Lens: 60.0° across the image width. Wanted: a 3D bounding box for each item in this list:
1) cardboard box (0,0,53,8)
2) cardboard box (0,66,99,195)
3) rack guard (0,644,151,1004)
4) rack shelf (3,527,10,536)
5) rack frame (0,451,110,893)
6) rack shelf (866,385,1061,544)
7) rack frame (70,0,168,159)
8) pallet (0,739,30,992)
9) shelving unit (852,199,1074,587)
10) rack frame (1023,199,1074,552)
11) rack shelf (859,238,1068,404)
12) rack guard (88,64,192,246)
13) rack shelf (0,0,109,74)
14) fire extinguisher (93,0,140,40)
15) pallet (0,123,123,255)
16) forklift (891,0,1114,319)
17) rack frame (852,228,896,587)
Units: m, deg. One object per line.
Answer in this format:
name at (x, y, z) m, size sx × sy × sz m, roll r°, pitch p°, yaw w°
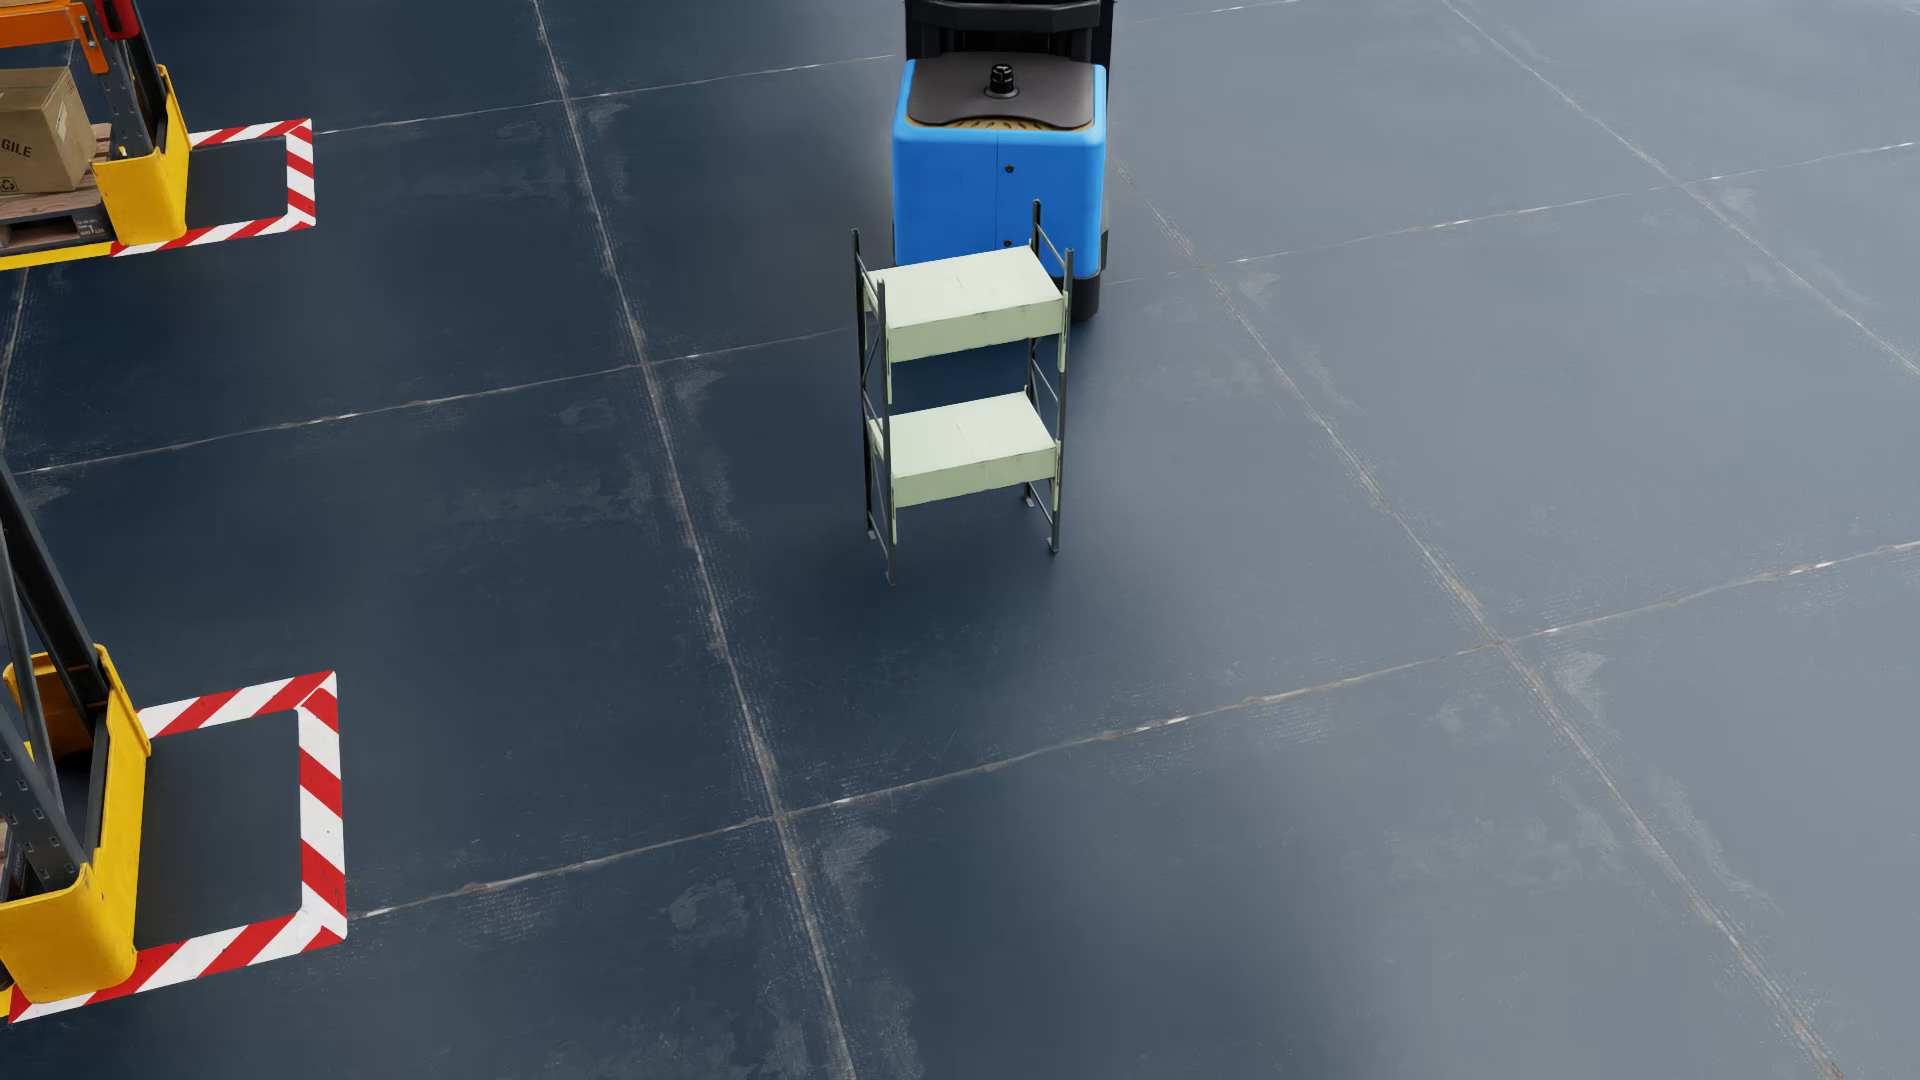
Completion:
cardboard box at (-4.739, -2.858, 8.432) m, size 0.250 × 0.149 × 0.380 m, roll -12°, pitch 42°, yaw -13°
cardboard box at (-5.130, -2.242, 9.117) m, size 0.500 × 0.500 × 0.500 m, roll -4°, pitch 41°, yaw -5°
rack guard at (-3.100, 0.956, 5.776) m, size 0.348 × 0.500 × 1.175 m, roll -12°, pitch 42°, yaw -13°
rack shelf at (-4.949, 0.636, 4.789) m, size 4.000 × 0.370 × 1.077 m, roll -12°, pitch 42°, yaw -13°
rack frame at (-3.042, -0.030, 5.004) m, size 0.127 × 3.000 × 1.000 m, roll -12°, pitch 42°, yaw -13°
rack shelf at (0.006, -0.321, 6.973) m, size 0.720 × 0.370 × 0.431 m, roll -12°, pitch 42°, yaw -13°
rack frame at (-4.529, -3.138, 8.562) m, size 0.127 × 3.000 × 1.000 m, roll -12°, pitch 42°, yaw -13°
pallet at (-3.877, 1.222, 5.691) m, size 1.213 × 0.211 × 1.003 m, roll -12°, pitch 42°, yaw -13°
shelving unit at (0.006, -0.566, 6.758) m, size 0.755 × 1.500 × 0.431 m, roll -12°, pitch 42°, yaw -13°
rack frame at (0.355, -0.638, 6.841) m, size 0.023 × 1.500 × 0.400 m, roll -12°, pitch 42°, yaw -13°
rack shelf at (0.006, -0.860, 6.501) m, size 0.720 × 0.370 × 0.431 m, roll -12°, pitch 42°, yaw -13°
rack guard at (-4.602, -2.182, 9.367) m, size 0.348 × 0.500 × 1.175 m, roll -12°, pitch 42°, yaw -13°
rack shelf at (-6.437, -2.472, 8.346) m, size 4.000 × 0.370 × 1.077 m, roll -12°, pitch 42°, yaw -13°
fire extinguisher at (-4.282, -2.842, 8.282) m, size 0.183 × 0.674 × 0.296 m, roll -12°, pitch 42°, yaw -13°
pallet at (-5.387, -1.935, 9.304) m, size 1.213 × 0.211 × 1.003 m, roll -12°, pitch 42°, yaw -13°
forklift at (0.273, -3.178, 8.659) m, size 1.130 × 2.935 × 3.031 m, roll 2°, pitch 41°, yaw 3°
rack frame at (-0.343, -0.494, 6.675) m, size 0.023 × 1.500 × 0.400 m, roll -12°, pitch 42°, yaw -13°
